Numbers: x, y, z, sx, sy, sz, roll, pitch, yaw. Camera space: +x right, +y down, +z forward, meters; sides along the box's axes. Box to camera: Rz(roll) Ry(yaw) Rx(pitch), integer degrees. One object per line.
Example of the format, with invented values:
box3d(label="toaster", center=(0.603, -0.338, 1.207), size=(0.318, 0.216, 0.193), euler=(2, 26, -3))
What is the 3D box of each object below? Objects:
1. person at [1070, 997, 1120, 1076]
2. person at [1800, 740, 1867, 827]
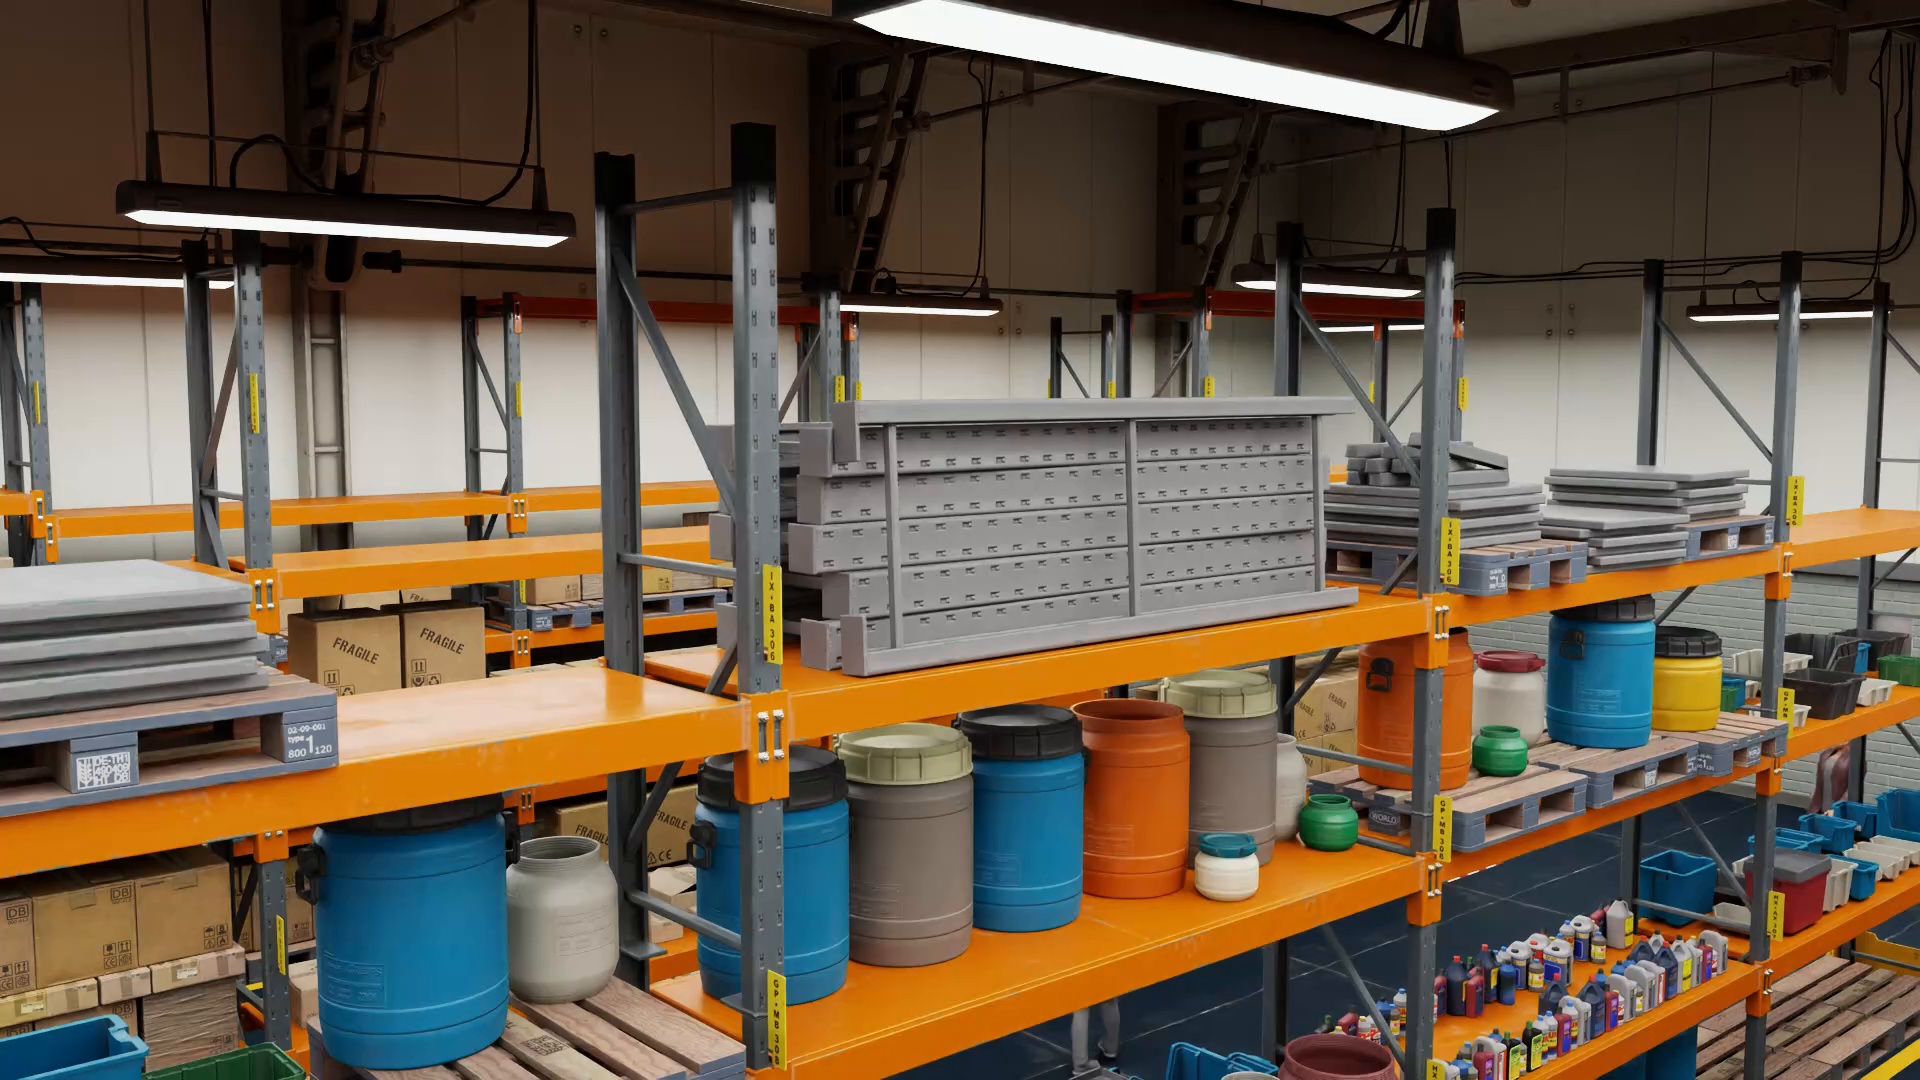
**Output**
box3d(label="person", center=(1.008, 3.148, 12.593), size=(0.465, 1.689, 0.632), euler=(-1, 5, -8))
box3d(label="person", center=(8.648, 2.714, 16.509), size=(1.035, 1.734, 0.550), euler=(-5, 7, -42))
